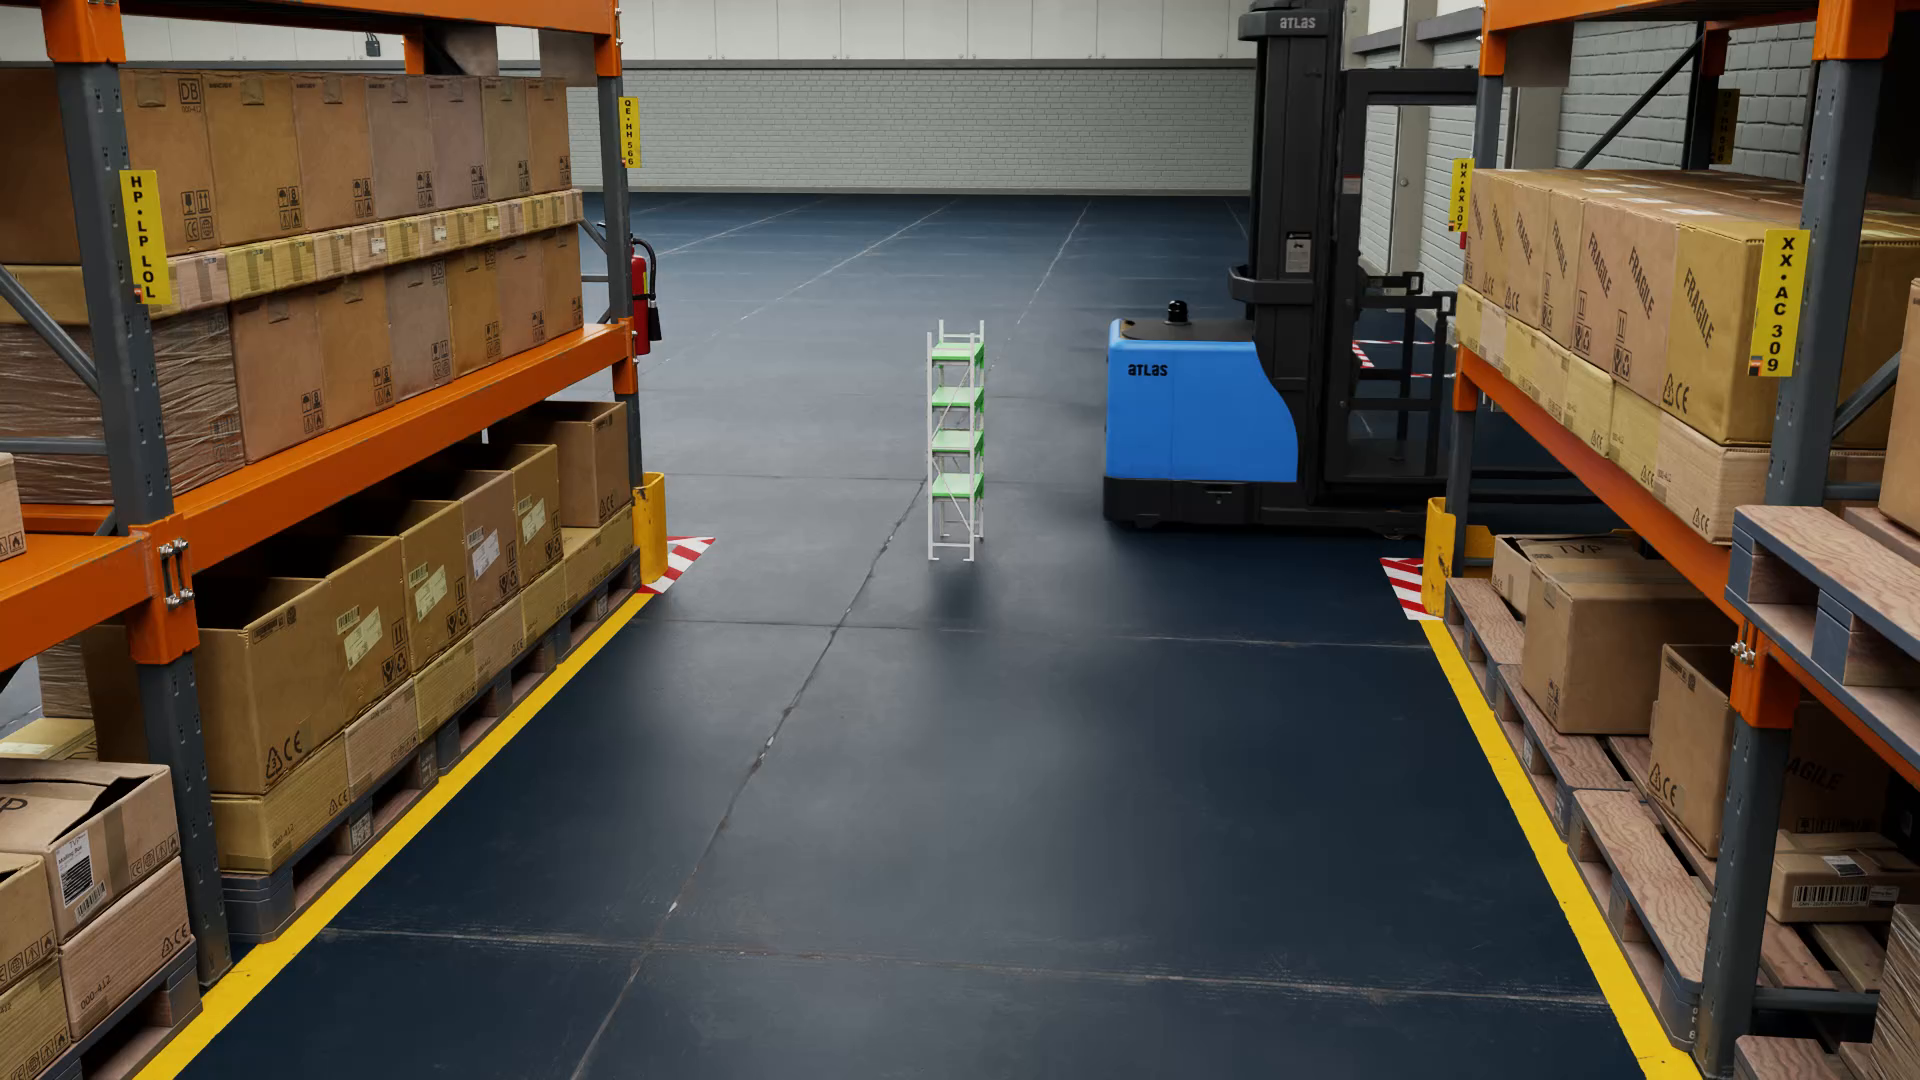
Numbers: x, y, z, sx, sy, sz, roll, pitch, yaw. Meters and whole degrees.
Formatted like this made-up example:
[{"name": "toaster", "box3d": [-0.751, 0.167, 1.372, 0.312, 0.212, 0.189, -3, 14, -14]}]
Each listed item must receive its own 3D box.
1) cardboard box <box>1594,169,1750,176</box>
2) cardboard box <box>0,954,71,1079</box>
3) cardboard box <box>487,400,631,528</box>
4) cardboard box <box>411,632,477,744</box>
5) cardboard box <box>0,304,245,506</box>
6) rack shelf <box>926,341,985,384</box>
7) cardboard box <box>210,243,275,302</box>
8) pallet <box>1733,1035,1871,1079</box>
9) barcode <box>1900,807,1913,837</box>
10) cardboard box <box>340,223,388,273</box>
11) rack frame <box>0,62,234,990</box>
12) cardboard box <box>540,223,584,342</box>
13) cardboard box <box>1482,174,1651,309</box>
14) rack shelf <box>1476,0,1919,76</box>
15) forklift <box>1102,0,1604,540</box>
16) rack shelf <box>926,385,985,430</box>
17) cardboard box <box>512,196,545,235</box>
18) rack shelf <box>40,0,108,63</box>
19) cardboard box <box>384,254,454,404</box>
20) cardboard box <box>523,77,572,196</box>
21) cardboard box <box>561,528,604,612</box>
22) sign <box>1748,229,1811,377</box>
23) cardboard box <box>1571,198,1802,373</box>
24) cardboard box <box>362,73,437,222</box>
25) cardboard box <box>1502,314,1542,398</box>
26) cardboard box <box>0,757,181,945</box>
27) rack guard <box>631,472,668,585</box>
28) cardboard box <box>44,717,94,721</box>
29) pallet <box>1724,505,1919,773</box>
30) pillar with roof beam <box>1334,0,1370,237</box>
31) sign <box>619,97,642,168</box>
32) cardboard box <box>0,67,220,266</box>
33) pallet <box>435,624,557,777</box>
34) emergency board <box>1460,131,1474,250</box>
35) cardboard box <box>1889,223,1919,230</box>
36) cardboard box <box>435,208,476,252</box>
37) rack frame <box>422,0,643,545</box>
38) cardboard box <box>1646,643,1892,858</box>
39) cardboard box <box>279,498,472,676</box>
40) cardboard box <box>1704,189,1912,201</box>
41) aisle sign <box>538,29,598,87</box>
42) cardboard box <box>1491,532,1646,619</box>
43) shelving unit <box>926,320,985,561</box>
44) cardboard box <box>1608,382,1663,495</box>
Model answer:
[{"name": "cardboard box", "box3d": [2.976, -1.302, 7.045, 0.500, 0.500, 0.500, 2, 15, 6]}, {"name": "cardboard box", "box3d": [-2.373, 1.133, 3.690, 0.500, 0.250, 0.500, 1, 15, 5]}, {"name": "cardboard box", "box3d": [-1.869, -0.366, 7.796, 0.500, 0.500, 0.500, 2, 15, 6]}, {"name": "cardboard box", "box3d": [-2.079, 0.515, 5.974, 0.500, 0.250, 0.500, 2, 15, 6]}, {"name": "cardboard box", "box3d": [-2.512, -0.403, 4.713, 0.700, 0.500, 0.500, 1, 15, 5]}, {"name": "rack shelf", "box3d": [-0.019, -0.938, 8.738, 0.258, 0.148, 0.480, 2, 15, 6]}, {"name": "cardboard box", "box3d": [-2.277, -0.797, 4.928, 0.380, 0.149, 0.250, 1, 15, 5]}, {"name": "pallet", "box3d": [2.281, 1.454, 3.381, 1.003, 0.211, 1.213, 2, 15, 6]}, {"name": "barcode", "box3d": [2.761, 0.824, 4.852, 0.001, 0.075, 0.075, 2, 15, 6]}, {"name": "cardboard box", "box3d": [-2.191, -0.999, 5.676, 0.380, 0.149, 0.250, 1, 15, 5]}, {"name": "rack frame", "box3d": [-2.556, -0.239, 4.300, 1.000, 3.000, 0.127, 2, 15, 6]}, {"name": "cardboard box", "box3d": [-2.170, -1.204, 7.677, 0.700, 0.500, 0.500, 2, 15, 6]}, {"name": "cardboard box", "box3d": [2.400, -1.188, 6.622, 0.500, 0.500, 0.500, 2, 15, 6]}, {"name": "rack shelf", "box3d": [2.593, -1.714, 5.385, 1.077, 0.370, 4.000, 2, 15, 6]}, {"name": "forklift", "box3d": [2.353, -1.555, 9.298, 3.031, 2.935, 1.130, 1, 15, 5]}, {"name": "rack shelf", "box3d": [-0.019, -0.706, 8.801, 0.258, 0.148, 0.480, 2, 15, 6]}, {"name": "cardboard box", "box3d": [-2.015, -1.399, 7.155, 0.380, 0.149, 0.250, 1, 15, 5]}, {"name": "rack shelf", "box3d": [-2.781, -0.821, 2.084, 1.077, 0.370, 4.000, 2, 15, 6]}, {"name": "cardboard box", "box3d": [-2.342, -0.803, 6.192, 0.700, 0.500, 0.500, 2, 15, 8]}, {"name": "cardboard box", "box3d": [-2.176, -1.817, 7.457, 0.700, 0.500, 0.500, 2, 15, 6]}, {"name": "cardboard box", "box3d": [-1.916, 0.126, 7.414, 0.500, 0.250, 0.500, 2, 15, 6]}, {"name": "sign", "box3d": [1.827, -0.526, 3.703, 0.100, 0.325, 0.005, 2, 15, 6]}, {"name": "cardboard box", "box3d": [2.231, -0.785, 5.132, 0.500, 0.500, 0.500, 1, 15, 5]}, {"name": "cardboard box", "box3d": [-2.342, -1.420, 5.988, 0.700, 0.500, 0.500, 2, 15, 6]}, {"name": "cardboard box", "box3d": [2.340, -0.685, 6.197, 0.500, 0.250, 0.500, 1, 15, 5]}, {"name": "cardboard box", "box3d": [-2.316, 0.728, 4.111, 0.500, 0.311, 0.500, 2, 15, 6]}, {"name": "rack guard", "box3d": [-2.101, -0.076, 8.486, 1.175, 0.500, 0.348, 2, 15, 6]}, {"name": "cardboard box", "box3d": [-2.654, 0.629, 5.551, 0.500, 0.250, 0.500, 2, 15, 6]}, {"name": "pallet", "box3d": [2.136, 0.192, 3.072, 1.003, 0.211, 1.213, 2, 15, 6]}, {"name": "pillar with roof beam", "box3d": [1.352, -8.616, 23.786, 9.100, 9.000, 0.400, 2, 15, 6]}, {"name": "sign", "box3d": [-1.567, -1.930, 7.882, 0.100, 0.325, 0.005, 2, 15, 6]}, {"name": "cardboard box", "box3d": [-2.512, -1.029, 4.544, 0.700, 0.500, 0.500, 2, 15, 7]}, {"name": "pallet", "box3d": [-2.289, 0.584, 6.596, 1.003, 0.211, 1.213, 2, 15, 6]}, {"name": "emergency board", "box3d": [4.593, -3.121, 14.956, 0.194, 1.169, 0.643, 2, 15, 6]}, {"name": "cardboard box", "box3d": [2.628, -0.509, 4.111, 0.500, 0.500, 0.500, 1, 15, 5]}, {"name": "cardboard box", "box3d": [-2.103, -1.197, 6.410, 0.380, 0.149, 0.250, 2, 15, 8]}, {"name": "rack frame", "box3d": [-2.104, -1.277, 8.137, 1.000, 3.000, 0.127, 2, 15, 6]}, {"name": "cardboard box", "box3d": [2.444, 0.630, 5.033, 0.500, 0.500, 0.500, 1, 15, 2]}, {"name": "cardboard box", "box3d": [-2.079, 0.153, 5.876, 0.500, 0.500, 0.500, 2, 15, 6]}, {"name": "cardboard box", "box3d": [2.799, -0.907, 5.584, 0.500, 0.500, 0.500, 2, 15, 7]}, {"name": "aisle sign", "box3d": [-1.805, -2.540, 7.829, 0.394, 0.787, 0.004, 2, 15, 6]}, {"name": "cardboard box", "box3d": [2.651, 0.131, 7.241, 0.500, 0.311, 0.500, 0, 15, 0]}, {"name": "shelving unit", "box3d": [-0.019, -0.536, 8.847, 0.258, 1.200, 0.503, 2, 15, 6]}, {"name": "cardboard box", "box3d": [2.184, -0.292, 4.746, 0.500, 0.250, 0.500, 2, 15, 7]}]
